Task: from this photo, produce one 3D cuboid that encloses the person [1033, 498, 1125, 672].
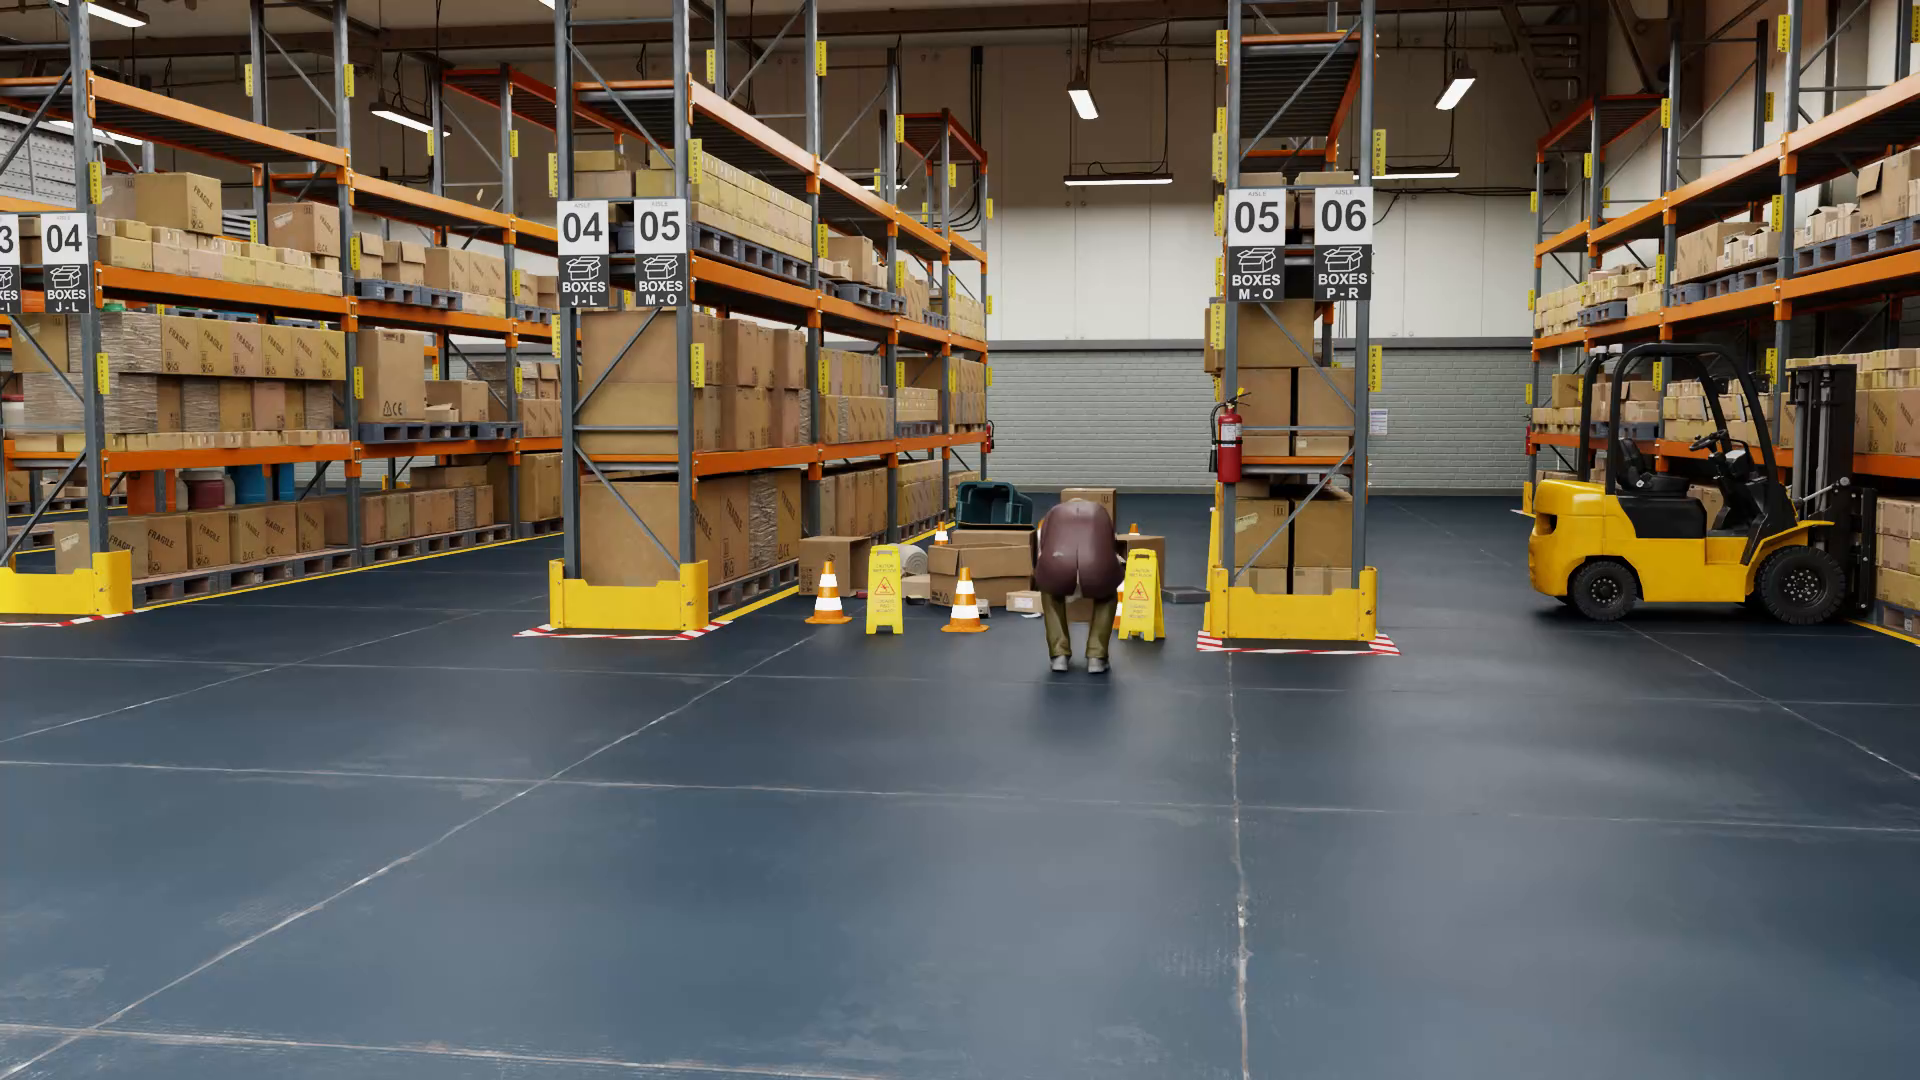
[{"bbox_3d":[0.764,0.283,10.623,0.584,1.055,0.941,0,4,6],"label":"person"}]
